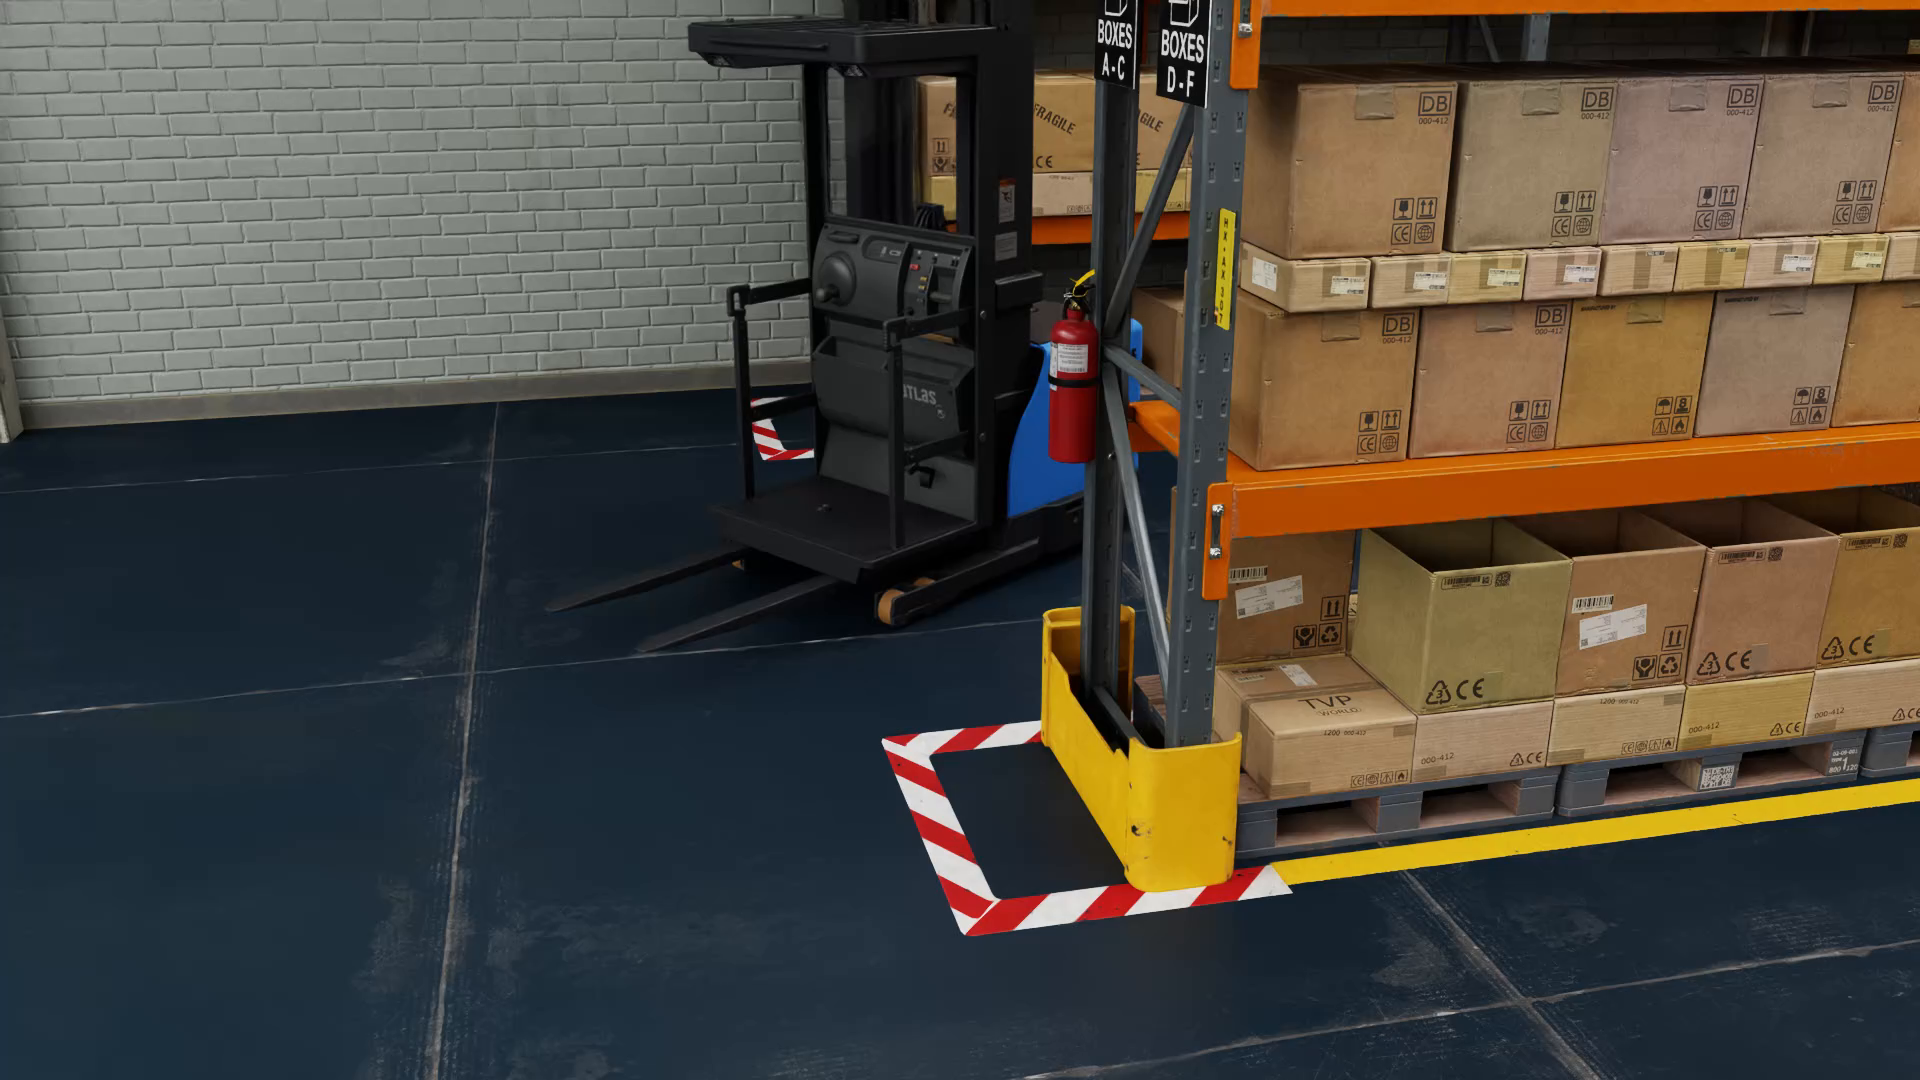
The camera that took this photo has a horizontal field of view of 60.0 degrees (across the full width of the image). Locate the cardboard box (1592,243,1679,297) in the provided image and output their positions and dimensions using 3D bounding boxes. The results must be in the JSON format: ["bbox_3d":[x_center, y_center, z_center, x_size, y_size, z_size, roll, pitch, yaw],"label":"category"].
[{"bbox_3d":[2.053,-0.891,5.298,0.250,0.149,0.380,-5,21,-14],"label":"cardboard box"}]

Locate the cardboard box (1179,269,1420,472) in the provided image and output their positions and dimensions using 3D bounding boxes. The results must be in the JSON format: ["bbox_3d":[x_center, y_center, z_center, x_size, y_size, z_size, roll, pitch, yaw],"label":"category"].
[{"bbox_3d":[1.074,-0.578,5.386,0.500,0.500,0.700,-5,21,-12],"label":"cardboard box"}]

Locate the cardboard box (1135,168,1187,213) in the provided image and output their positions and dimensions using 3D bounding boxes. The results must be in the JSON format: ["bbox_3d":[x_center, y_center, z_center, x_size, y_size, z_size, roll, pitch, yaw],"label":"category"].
[{"bbox_3d":[1.021,-2.112,9.907,0.500,0.250,0.500,-5,21,-13],"label":"cardboard box"}]

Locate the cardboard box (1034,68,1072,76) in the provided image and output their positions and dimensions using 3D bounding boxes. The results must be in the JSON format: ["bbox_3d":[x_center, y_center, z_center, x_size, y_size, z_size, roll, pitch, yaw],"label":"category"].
[{"bbox_3d":[0.375,-2.592,10.129,0.500,0.500,0.500,-4,21,-12],"label":"cardboard box"}]

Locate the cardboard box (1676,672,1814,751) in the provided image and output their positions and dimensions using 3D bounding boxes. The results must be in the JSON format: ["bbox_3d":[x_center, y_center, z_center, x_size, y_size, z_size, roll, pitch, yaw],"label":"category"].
[{"bbox_3d":[2.650,0.509,5.950,0.500,0.250,0.500,-5,21,-12],"label":"cardboard box"}]

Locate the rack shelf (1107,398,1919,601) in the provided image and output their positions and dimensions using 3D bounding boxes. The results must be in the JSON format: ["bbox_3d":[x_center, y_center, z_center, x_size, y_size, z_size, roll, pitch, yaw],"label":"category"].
[{"bbox_3d":[2.563,-0.319,5.870,4.000,0.370,1.077,-5,21,-12],"label":"rack shelf"}]

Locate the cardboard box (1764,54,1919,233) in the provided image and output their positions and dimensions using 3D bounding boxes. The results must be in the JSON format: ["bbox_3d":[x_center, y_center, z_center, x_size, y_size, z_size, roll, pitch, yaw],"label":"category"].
[{"bbox_3d":[3.100,-1.354,5.618,0.500,0.500,0.700,-5,21,-12],"label":"cardboard box"}]

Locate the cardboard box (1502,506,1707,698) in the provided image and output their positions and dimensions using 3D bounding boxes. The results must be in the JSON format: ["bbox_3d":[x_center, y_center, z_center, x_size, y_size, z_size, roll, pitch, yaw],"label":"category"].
[{"bbox_3d":[2.160,0.191,5.728,0.500,0.500,0.500,-5,21,-12],"label":"cardboard box"}]

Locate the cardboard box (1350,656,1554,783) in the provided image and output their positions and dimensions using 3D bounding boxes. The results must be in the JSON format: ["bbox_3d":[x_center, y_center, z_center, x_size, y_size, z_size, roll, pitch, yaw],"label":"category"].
[{"bbox_3d":[1.676,0.587,5.739,0.500,0.250,0.500,-5,21,-12],"label":"cardboard box"}]

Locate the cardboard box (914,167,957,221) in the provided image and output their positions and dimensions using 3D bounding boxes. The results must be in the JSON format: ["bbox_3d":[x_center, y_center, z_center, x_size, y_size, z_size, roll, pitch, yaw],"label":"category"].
[{"bbox_3d":[0.021,-2.027,9.677,0.500,0.250,0.500,-5,21,-14],"label":"cardboard box"}]

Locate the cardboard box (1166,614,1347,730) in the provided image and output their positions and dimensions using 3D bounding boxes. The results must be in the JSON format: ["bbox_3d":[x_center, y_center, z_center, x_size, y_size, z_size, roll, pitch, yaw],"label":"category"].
[{"bbox_3d":[1.071,0.454,6.100,0.500,0.250,0.500,-5,21,-12],"label":"cardboard box"}]

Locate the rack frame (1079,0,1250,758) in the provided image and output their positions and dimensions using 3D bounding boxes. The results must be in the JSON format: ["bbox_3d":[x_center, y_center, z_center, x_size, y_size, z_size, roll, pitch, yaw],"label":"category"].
[{"bbox_3d":[0.617,-0.498,5.314,0.127,3.000,1.000,-5,21,-12],"label":"rack frame"}]

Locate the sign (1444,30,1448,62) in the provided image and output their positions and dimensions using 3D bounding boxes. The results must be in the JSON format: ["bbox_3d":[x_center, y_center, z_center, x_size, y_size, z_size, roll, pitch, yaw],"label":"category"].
[{"bbox_3d":[3.235,-3.202,11.011,0.005,0.325,0.100,-5,21,-12],"label":"sign"}]

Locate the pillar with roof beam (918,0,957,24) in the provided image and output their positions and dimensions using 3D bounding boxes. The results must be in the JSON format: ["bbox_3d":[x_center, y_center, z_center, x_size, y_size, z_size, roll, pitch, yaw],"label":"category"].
[{"bbox_3d":[0.946,-3.877,5.816,0.400,9.000,9.100,-5,21,-12],"label":"pillar with roof beam"}]

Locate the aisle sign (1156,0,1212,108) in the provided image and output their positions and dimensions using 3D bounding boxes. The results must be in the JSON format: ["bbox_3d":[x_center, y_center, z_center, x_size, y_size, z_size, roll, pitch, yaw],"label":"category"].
[{"bbox_3d":[0.624,-1.611,4.573,0.004,0.787,0.394,-5,21,-12],"label":"aisle sign"}]

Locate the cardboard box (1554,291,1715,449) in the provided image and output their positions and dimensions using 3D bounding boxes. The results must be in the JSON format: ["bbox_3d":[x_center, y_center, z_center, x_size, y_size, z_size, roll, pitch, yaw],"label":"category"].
[{"bbox_3d":[2.069,-0.658,5.606,0.500,0.500,0.700,-5,21,-12],"label":"cardboard box"}]

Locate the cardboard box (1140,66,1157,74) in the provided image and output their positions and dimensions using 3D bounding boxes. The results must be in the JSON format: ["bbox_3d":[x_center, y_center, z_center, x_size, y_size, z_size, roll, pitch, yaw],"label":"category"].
[{"bbox_3d":[1.368,-2.674,10.353,0.500,0.500,0.500,-4,21,-12],"label":"cardboard box"}]

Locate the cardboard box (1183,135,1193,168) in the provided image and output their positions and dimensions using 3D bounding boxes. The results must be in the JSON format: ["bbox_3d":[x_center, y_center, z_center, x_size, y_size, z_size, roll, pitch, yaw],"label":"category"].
[{"bbox_3d":[1.494,-2.504,9.888,0.500,0.500,0.500,-4,20,-11],"label":"cardboard box"}]

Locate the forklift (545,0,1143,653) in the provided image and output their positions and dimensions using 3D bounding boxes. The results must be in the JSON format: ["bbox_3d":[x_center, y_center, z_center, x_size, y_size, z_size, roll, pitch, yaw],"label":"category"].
[{"bbox_3d":[-0.454,-1.191,7.305,1.130,2.935,3.031,18,26,39],"label":"forklift"}]

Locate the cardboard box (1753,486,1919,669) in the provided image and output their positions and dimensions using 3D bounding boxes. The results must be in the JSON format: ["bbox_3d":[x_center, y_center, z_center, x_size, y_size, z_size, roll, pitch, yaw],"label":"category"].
[{"bbox_3d":[3.134,0.113,5.941,0.500,0.500,0.500,-5,21,-12],"label":"cardboard box"}]

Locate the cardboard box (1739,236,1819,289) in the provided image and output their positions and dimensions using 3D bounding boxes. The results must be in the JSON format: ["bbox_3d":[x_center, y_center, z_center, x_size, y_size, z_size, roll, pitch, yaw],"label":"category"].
[{"bbox_3d":[2.544,-0.930,5.404,0.250,0.149,0.380,-4,21,-12],"label":"cardboard box"}]

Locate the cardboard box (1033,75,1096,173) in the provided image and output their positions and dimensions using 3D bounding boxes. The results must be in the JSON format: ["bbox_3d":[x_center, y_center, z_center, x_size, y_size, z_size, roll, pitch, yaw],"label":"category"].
[{"bbox_3d":[0.490,-2.420,9.659,0.500,0.500,0.500,-5,21,-12],"label":"cardboard box"}]

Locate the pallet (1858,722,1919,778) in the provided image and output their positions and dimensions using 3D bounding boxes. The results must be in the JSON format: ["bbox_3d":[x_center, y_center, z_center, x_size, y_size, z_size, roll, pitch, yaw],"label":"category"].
[{"bbox_3d":[3.726,0.543,6.524,1.213,0.211,1.003,-5,21,-12],"label":"pallet"}]

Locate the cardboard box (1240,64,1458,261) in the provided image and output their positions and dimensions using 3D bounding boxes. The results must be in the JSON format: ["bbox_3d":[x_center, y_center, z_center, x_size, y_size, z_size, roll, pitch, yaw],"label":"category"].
[{"bbox_3d":[1.126,-1.191,5.174,0.500,0.500,0.700,-5,21,-12],"label":"cardboard box"}]

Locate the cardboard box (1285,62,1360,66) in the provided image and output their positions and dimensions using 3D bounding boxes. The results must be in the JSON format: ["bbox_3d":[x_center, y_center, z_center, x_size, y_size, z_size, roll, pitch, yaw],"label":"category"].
[{"bbox_3d":[2.356,-2.757,10.578,0.500,0.500,0.500,-5,21,-13],"label":"cardboard box"}]

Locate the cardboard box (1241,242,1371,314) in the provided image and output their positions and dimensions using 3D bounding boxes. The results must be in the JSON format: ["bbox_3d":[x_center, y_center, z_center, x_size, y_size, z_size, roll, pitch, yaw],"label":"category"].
[{"bbox_3d":[1.048,-0.809,5.073,0.250,0.149,0.380,-5,21,-13],"label":"cardboard box"}]

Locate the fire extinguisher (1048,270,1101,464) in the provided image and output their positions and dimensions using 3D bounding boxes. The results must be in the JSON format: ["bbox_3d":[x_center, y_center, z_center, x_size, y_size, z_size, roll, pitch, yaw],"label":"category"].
[{"bbox_3d":[0.395,-0.608,5.726,0.183,0.674,0.296,-5,21,-12],"label":"fire extinguisher"}]

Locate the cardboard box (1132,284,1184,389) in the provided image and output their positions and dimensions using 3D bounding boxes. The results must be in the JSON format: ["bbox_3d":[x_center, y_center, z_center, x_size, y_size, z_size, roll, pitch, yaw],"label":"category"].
[{"bbox_3d":[1.448,-1.300,10.497,0.500,0.500,0.700,-6,21,-16],"label":"cardboard box"}]

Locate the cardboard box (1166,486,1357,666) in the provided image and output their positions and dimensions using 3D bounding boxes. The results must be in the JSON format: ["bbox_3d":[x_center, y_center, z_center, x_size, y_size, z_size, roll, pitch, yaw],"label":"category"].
[{"bbox_3d":[1.070,0.101,5.973,0.500,0.500,0.500,-5,21,-12],"label":"cardboard box"}]

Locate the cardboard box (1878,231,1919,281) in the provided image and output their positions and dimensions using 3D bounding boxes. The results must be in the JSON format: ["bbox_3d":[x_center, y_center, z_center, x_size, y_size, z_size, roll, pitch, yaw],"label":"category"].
[{"bbox_3d":[3.058,-0.973,5.522,0.250,0.149,0.380,-4,21,-11],"label":"cardboard box"}]

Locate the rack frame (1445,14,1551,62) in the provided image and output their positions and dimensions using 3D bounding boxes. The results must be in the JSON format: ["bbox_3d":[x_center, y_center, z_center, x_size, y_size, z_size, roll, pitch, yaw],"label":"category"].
[{"bbox_3d":[3.366,-2.473,10.704,0.127,3.000,1.000,-5,21,-12],"label":"rack frame"}]

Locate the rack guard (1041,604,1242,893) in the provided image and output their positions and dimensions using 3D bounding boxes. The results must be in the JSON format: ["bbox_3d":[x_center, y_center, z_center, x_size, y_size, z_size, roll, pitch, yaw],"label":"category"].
[{"bbox_3d":[0.594,0.677,5.739,0.348,0.500,1.175,-5,21,-12],"label":"rack guard"}]

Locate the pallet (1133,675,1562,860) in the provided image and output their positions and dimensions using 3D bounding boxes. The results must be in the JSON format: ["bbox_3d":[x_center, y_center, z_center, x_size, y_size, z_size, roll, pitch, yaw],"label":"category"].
[{"bbox_3d":[1.352,0.736,5.997,1.213,0.211,1.003,-5,21,-12],"label":"pallet"}]

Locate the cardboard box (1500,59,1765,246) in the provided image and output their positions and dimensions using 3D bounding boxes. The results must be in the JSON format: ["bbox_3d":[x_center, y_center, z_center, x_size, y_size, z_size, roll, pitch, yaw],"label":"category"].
[{"bbox_3d":[2.127,-1.275,5.402,0.500,0.500,0.700,-5,21,-12],"label":"cardboard box"}]

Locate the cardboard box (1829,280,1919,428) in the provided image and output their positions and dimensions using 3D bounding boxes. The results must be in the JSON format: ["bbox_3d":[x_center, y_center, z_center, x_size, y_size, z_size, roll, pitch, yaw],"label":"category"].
[{"bbox_3d":[3.078,-0.742,5.835,0.500,0.500,0.700,-4,21,-12],"label":"cardboard box"}]

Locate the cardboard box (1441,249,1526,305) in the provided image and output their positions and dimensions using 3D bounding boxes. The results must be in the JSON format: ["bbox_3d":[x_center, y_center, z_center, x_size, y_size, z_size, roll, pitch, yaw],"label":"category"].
[{"bbox_3d":[1.548,-0.850,5.185,0.250,0.149,0.380,-5,21,-12],"label":"cardboard box"}]
